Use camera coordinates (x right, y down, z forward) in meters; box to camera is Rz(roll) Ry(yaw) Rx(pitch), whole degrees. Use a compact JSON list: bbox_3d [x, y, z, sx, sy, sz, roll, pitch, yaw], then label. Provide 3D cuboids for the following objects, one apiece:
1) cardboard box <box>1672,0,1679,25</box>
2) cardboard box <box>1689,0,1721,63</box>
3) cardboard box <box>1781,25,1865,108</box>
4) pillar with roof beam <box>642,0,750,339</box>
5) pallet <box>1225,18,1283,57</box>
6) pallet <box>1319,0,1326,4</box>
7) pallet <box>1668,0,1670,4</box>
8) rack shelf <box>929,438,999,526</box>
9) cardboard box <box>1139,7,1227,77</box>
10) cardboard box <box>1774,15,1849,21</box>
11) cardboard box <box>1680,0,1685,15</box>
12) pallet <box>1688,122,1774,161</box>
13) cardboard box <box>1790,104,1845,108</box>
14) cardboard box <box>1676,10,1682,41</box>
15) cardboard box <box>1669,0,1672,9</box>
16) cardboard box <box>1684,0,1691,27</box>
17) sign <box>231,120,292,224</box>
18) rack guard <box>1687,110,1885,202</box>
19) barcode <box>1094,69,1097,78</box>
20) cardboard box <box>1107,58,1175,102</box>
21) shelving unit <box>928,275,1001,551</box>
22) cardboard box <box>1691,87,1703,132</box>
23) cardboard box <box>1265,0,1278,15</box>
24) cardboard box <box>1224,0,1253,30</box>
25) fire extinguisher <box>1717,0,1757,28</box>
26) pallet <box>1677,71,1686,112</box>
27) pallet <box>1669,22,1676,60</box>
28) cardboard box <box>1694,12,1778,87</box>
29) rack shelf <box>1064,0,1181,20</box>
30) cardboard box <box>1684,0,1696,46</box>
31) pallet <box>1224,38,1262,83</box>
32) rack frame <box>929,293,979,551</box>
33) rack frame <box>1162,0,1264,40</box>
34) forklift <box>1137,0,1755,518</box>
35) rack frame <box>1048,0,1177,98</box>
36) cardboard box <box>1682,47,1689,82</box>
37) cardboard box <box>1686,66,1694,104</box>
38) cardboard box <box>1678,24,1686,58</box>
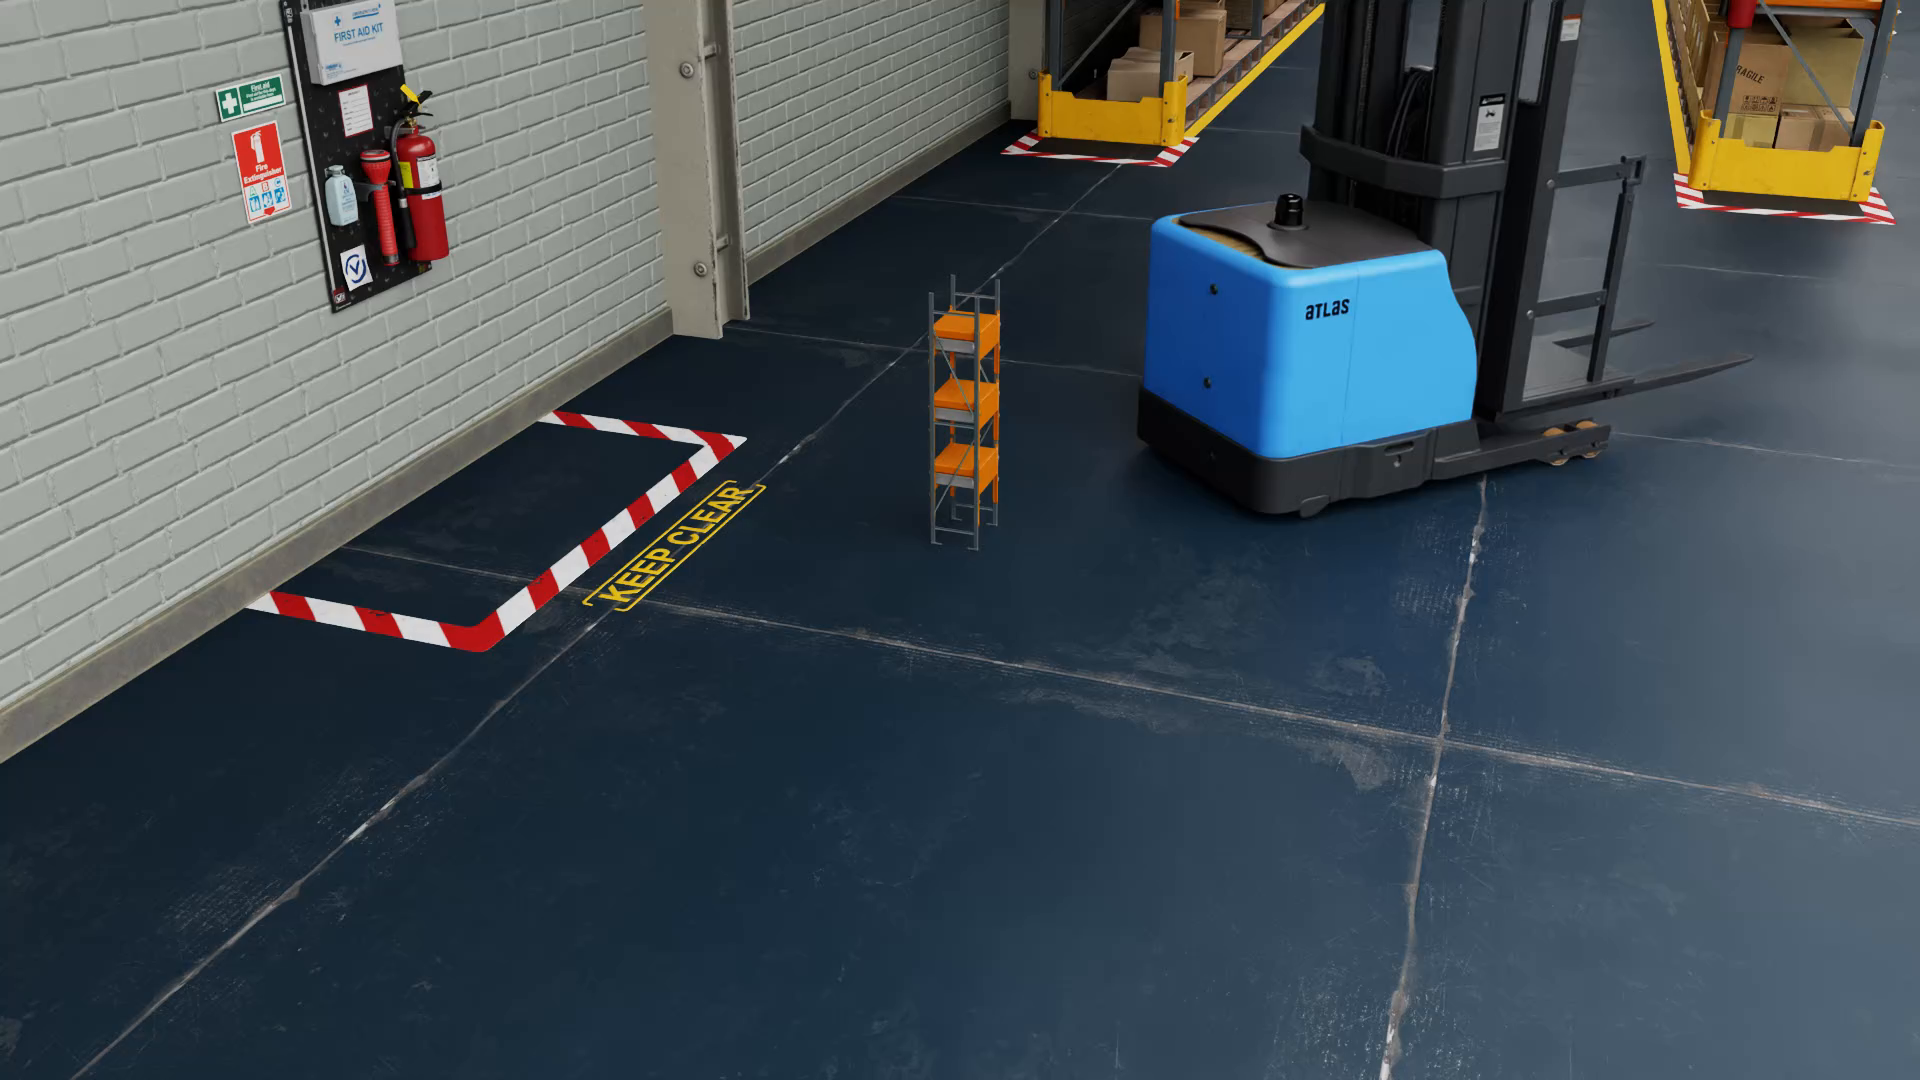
[{"bbox_3d":[7.744,-5.520,17.382,0.500,0.250,0.500,8,27,16],"label":"cardboard box"},{"bbox_3d":[6.415,-4.251,13.901,0.500,0.500,0.500,9,27,17],"label":"cardboard box"},{"bbox_3d":[6.419,-3.557,12.468,0.500,0.500,0.500,9,27,17],"label":"cardboard box"},{"bbox_3d":[2.674,-4.615,5.955,9.100,9.000,0.400,9,27,17],"label":"pillar with roof beam"},{"bbox_3d":[2.783,-5.300,17.455,1.003,0.211,1.213,9,27,17],"label":"pallet"},{"bbox_3d":[4.189,-6.937,20.835,1.003,0.211,1.213,9,27,17],"label":"pallet"},{"bbox_3d":[9.220,-6.708,20.362,1.003,0.211,1.213,9,27,17],"label":"pallet"},{"bbox_3d":[0.018,-0.235,6.692,0.215,0.259,0.240,9,27,17],"label":"rack shelf"},{"bbox_3d":[1.990,-4.464,14.892,0.700,0.500,0.500,7,27,14],"label":"cardboard box"},{"bbox_3d":[6.756,-3.968,13.316,0.500,0.500,0.500,9,27,17],"label":"cardboard box"},{"bbox_3d":[7.397,-5.350,16.387,0.500,0.311,0.500,9,27,17],"label":"cardboard box"},{"bbox_3d":[6.081,-2.940,12.580,1.003,0.211,1.213,9,27,17],"label":"pallet"},{"bbox_3d":[6.418,-3.220,12.632,0.500,0.250,0.500,9,27,17],"label":"cardboard box"},{"bbox_3d":[7.402,-5.100,16.515,0.500,0.250,0.500,9,27,19],"label":"cardboard box"},{"bbox_3d":[8.077,-5.941,18.252,0.500,0.250,0.500,9,27,17],"label":"cardboard box"},{"bbox_3d":[7.062,-4.930,15.520,0.500,0.311,0.500,9,27,17],"label":"cardboard box"},{"bbox_3d":[-2.525,-1.333,6.019,0.001,0.329,0.234,9,27,17],"label":"sign"},{"bbox_3d":[5.858,-2.740,11.835,1.175,0.500,0.348,9,27,17],"label":"rack guard"},{"bbox_3d":[1.138,-3.920,13.974,0.001,0.075,0.075,9,27,17],"label":"barcode"},{"bbox_3d":[1.509,-3.851,13.841,0.500,0.311,0.500,6,26,12],"label":"cardboard box"},{"bbox_3d":[0.018,-0.495,6.567,0.215,1.050,0.252,9,27,17],"label":"shelving unit"},{"bbox_3d":[5.921,-3.296,12.790,0.500,0.250,0.500,9,27,17],"label":"cardboard box"},{"bbox_3d":[3.087,-6.036,18.139,0.700,0.500,0.500,9,27,18],"label":"cardboard box"},{"bbox_3d":[2.754,-5.613,17.264,0.700,0.500,0.500,10,27,19],"label":"cardboard box"},{"bbox_3d":[5.389,-3.859,11.366,0.296,0.674,0.183,9,27,17],"label":"fire extinguisher"},{"bbox_3d":[6.893,-3.943,14.651,1.003,0.211,1.213,9,27,17],"label":"pallet"},{"bbox_3d":[7.810,-5.075,16.989,1.003,0.211,1.213,9,27,17],"label":"pallet"},{"bbox_3d":[6.083,-3.840,13.052,0.500,0.500,0.500,9,27,17],"label":"cardboard box"},{"bbox_3d":[1.859,-5.090,14.645,1.077,0.370,4.000,9,27,17],"label":"rack shelf"},{"bbox_3d":[6.748,-4.662,14.750,0.500,0.500,0.500,9,27,17],"label":"cardboard box"},{"bbox_3d":[2.335,-4.699,16.213,1.003,0.211,1.213,9,27,17],"label":"pallet"},{"bbox_3d":[-0.023,-0.444,6.463,0.200,1.050,0.008,9,27,17],"label":"rack frame"},{"bbox_3d":[2.525,-6.235,16.186,1.000,3.000,0.127,9,27,17],"label":"rack frame"},{"bbox_3d":[2.359,-1.843,7.193,3.031,2.935,1.130,-12,28,-24],"label":"forklift"},{"bbox_3d":[1.194,-4.591,12.791,1.000,3.000,0.127,9,27,17],"label":"rack frame"},{"bbox_3d":[6.586,-4.118,14.487,0.500,0.250,0.500,9,27,17],"label":"cardboard box"},{"bbox_3d":[6.254,-3.707,13.638,0.500,0.250,0.500,9,27,17],"label":"cardboard box"},{"bbox_3d":[7.062,-4.682,15.652,0.500,0.250,0.500,8,27,17],"label":"cardboard box"}]
